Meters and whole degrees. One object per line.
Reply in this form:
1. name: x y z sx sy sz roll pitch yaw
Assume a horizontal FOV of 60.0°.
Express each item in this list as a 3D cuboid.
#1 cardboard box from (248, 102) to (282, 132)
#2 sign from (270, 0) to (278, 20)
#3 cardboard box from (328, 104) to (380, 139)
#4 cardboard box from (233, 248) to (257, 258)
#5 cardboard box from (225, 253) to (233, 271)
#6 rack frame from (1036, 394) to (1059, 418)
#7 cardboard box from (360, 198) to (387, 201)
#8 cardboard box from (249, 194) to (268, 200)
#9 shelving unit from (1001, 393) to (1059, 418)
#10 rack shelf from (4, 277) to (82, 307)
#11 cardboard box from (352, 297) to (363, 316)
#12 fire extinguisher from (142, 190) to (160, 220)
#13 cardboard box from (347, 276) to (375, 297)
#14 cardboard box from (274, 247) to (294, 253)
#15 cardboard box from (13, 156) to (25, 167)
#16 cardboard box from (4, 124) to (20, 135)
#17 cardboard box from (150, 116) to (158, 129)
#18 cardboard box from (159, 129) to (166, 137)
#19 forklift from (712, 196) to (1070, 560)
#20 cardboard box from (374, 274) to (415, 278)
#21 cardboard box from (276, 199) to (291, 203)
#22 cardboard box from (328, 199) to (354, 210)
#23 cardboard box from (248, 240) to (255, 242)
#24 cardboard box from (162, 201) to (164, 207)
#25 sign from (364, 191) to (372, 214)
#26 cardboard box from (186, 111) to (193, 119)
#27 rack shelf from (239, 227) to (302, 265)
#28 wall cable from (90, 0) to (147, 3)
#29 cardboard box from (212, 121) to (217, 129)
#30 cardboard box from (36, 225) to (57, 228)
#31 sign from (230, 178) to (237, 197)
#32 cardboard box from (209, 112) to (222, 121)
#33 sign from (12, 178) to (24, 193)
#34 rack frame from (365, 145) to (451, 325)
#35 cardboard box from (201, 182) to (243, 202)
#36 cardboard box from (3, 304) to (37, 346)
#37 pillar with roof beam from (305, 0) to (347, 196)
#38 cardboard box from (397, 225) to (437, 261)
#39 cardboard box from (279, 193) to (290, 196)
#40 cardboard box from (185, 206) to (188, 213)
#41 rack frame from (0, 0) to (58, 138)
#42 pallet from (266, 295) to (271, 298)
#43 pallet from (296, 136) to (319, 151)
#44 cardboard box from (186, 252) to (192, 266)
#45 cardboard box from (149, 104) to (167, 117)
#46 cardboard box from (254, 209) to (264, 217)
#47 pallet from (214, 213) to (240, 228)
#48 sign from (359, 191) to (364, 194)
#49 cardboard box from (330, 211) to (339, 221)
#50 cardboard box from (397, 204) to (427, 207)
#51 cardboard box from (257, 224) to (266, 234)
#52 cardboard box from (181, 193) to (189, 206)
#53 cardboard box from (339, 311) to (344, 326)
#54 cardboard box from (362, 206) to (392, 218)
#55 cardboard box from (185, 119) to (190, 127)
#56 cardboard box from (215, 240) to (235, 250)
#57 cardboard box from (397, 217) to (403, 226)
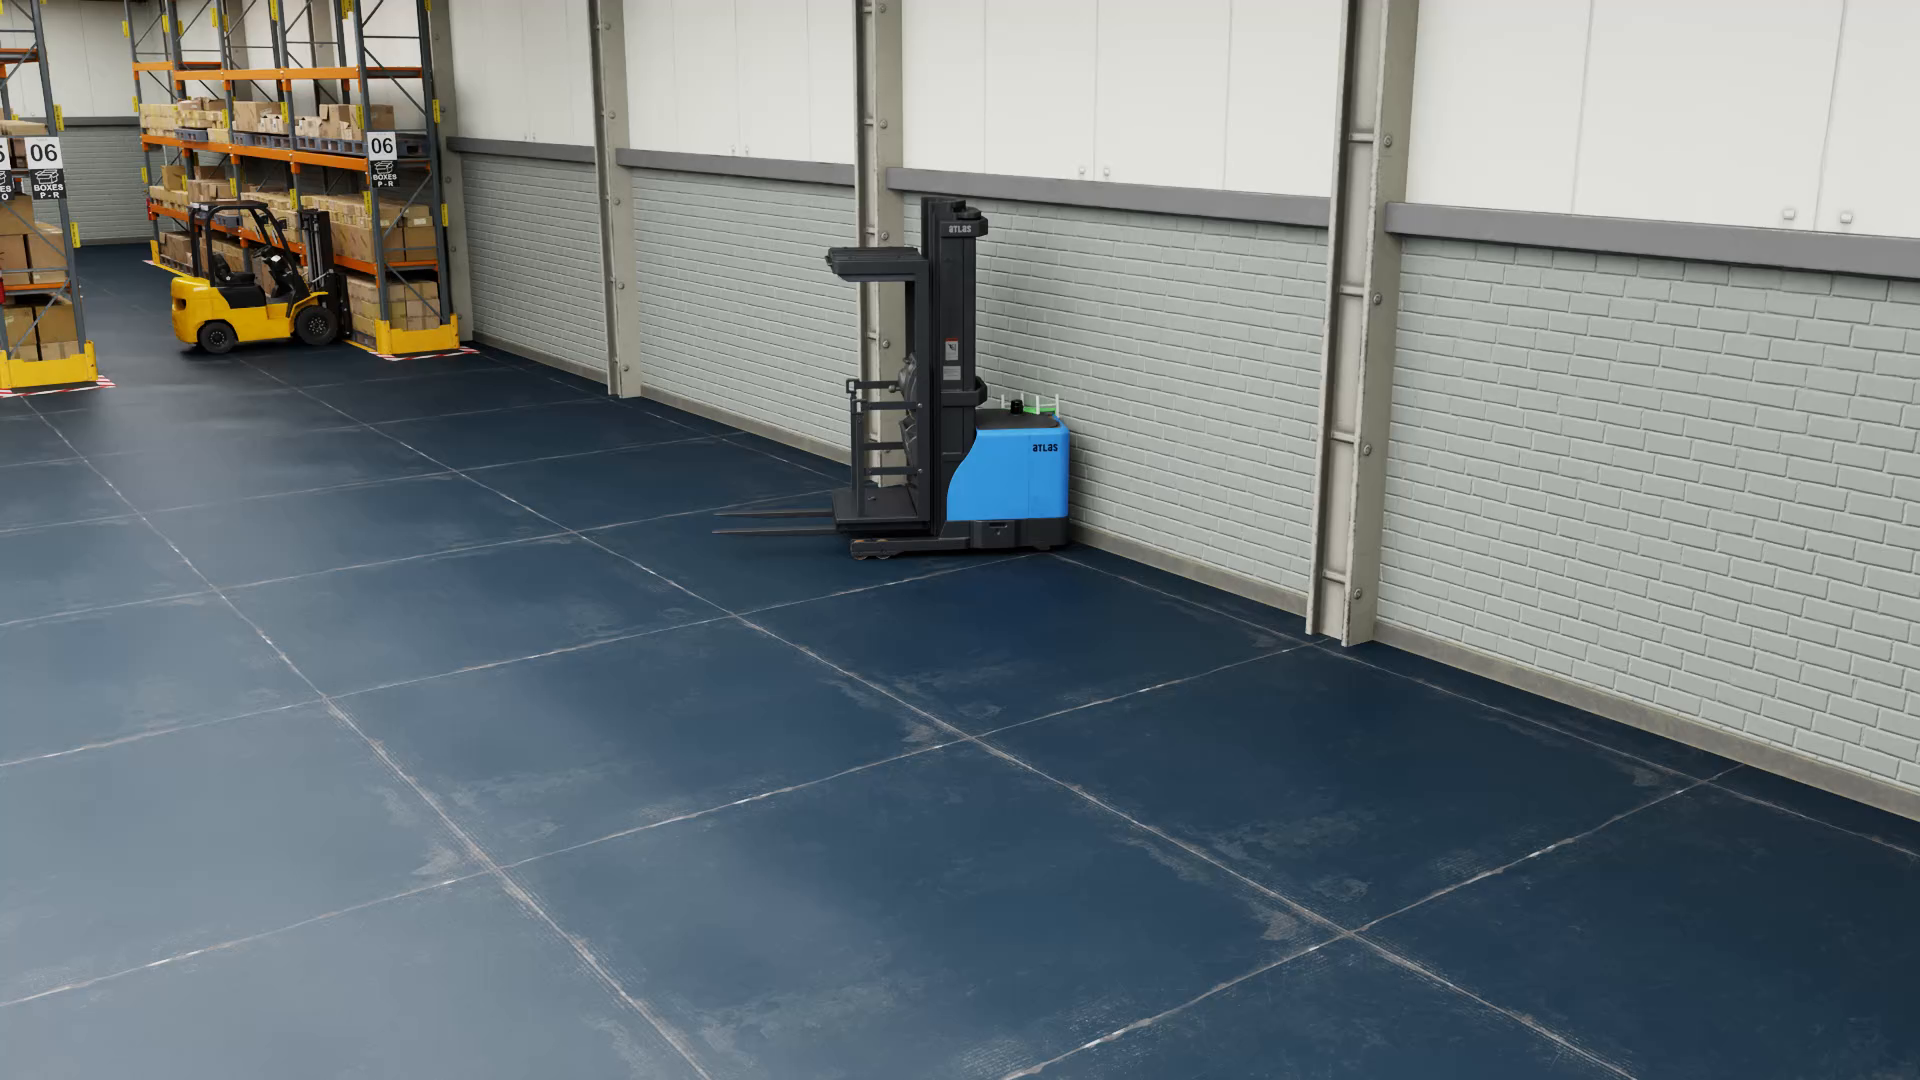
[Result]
1. cardboard box: -12.027 -7.353 28.903 0.500 0.500 0.500 -10 18 -33
2. sign: -10.934 -8.458 26.515 0.100 0.325 0.005 -11 19 -35
3. cardboard box: -9.129 -6.346 25.222 0.700 0.500 0.500 -11 19 -34
4. cardboard box: -13.535 -5.446 31.504 0.380 0.149 0.250 -12 19 -37
5. cardboard box: -13.872 -5.291 32.164 0.500 0.500 0.500 -10 18 -32
6. rack frame: 0.779 -0.660 14.484 0.240 1.200 0.015 -8 10 -36
7. cardboard box: -9.343 -5.368 26.524 0.380 0.149 0.250 -11 19 -35
8. cardboard box: -12.575 -6.157 29.970 0.380 0.149 0.250 -10 18 -33
9. shelving unit: 0.634 -0.682 14.679 0.258 1.200 0.503 -8 10 -36
10. rack shelf: -13.339 -3.618 23.474 1.077 0.370 4.000 -11 19 -35
11. cardboard box: -8.976 -3.590 25.478 0.500 0.250 0.500 -11 19 -35
12. fire extinguisher: -18.018 -7.468 37.032 0.296 0.674 0.183 -11 19 -35
13. cardboard box: -9.283 -3.932 25.778 0.500 0.250 0.500 -11 19 -34
14. cardboard box: -12.909 -5.487 31.651 0.380 0.149 0.250 -10 18 -32
15. cardboard box: -12.322 -5.027 22.053 0.380 0.149 0.250 -12 19 -36
16. cardboard box: -12.368 -5.407 21.932 0.380 0.149 0.250 -11 19 -35
17. cardboard box: -16.912 -8.890 35.412 0.500 0.250 0.500 -12 19 -36
18. cardboard box: -16.585 -8.552 34.934 0.380 0.149 0.250 -10 18 -33
19. forklift: -0.619 -1.395 14.120 3.031 2.935 1.130 -2 15 -6
20. cardboard box: -8.862 -4.014 26.079 0.500 0.250 0.500 -11 19 -35
21. cardboard box: -11.516 -5.776 28.581 0.380 0.149 0.250 -11 19 -36
22. cardboard box: -9.733 -5.291 26.243 0.380 0.149 0.250 -11 19 -35
23. cardboard box: -13.961 -5.877 33.079 0.380 0.149 0.250 -11 19 -34
24. cardboard box: -17.118 -7.330 36.152 0.380 0.149 0.250 -10 18 -33
25. sign: -8.597 -4.900 24.156 0.100 0.325 0.005 -11 19 -35
26. cardboard box: -14.883 -8.302 32.471 0.380 0.149 0.250 -11 19 -35
27. rack shelf: -11.678 -5.243 29.413 1.077 0.370 4.000 -11 19 -35
28. wall cable: -19.841 -14.705 40.723 2.988 3.039 0.133 -11 19 -35
29. cardboard box: -13.993 -7.901 31.608 0.380 0.149 0.250 -10 18 -33
30. cardboard box: -12.825 -4.092 23.093 0.500 0.500 0.500 -11 19 -36
31. sign: -13.288 -6.451 30.421 0.100 0.325 0.005 -11 19 -35
32. cardboard box: -13.908 -7.978 31.328 0.380 0.149 0.250 -11 19 -36
33. sign: -22.842 -8.525 40.220 0.329 0.494 0.001 -11 19 -35
34. rack frame: -8.150 -4.309 24.637 1.000 3.000 0.127 -11 19 -35
35. cardboard box: -14.337 -6.706 32.410 0.700 0.500 0.500 -11 19 -35
36. cardboard box: -12.845 -2.906 22.505 0.500 0.500 0.500 -11 19 -34
37. pillar with roof beam: -14.841 -8.104 27.139 9.100 9.000 0.400 -11 19 -35
38. cardboard box: -8.217 -4.506 25.168 0.500 0.500 0.500 -10 18 -33
39. cardboard box: -12.152 -6.237 30.263 0.380 0.149 0.250 -11 19 -35
40. cardboard box: -15.768 -6.831 34.329 0.380 0.149 0.250 -10 18 -33
41. rack frame: -12.163 -6.431 21.027 1.000 3.000 0.127 -11 19 -35
42. pallet: -11.688 -4.230 29.631 1.003 0.211 1.213 -11 19 -35
43. pallet: -9.980 -6.389 26.723 1.003 0.211 1.213 -11 19 -35
44. cardboard box: -15.981 -5.905 34.851 0.396 0.266 0.258 -10 18 -33
45. cardboard box: -16.910 -9.134 35.358 0.500 0.250 0.500 -11 19 -35
46. cardboard box: -12.204 -5.832 29.538 0.500 0.250 0.500 -11 19 -36
47. pallet: -13.309 -6.058 31.393 1.213 0.211 1.003 -11 19 -35
48. sign: -10.054 -5.705 27.949 0.100 0.325 0.005 -11 19 -35
49. cardboard box: -9.635 -5.082 26.043 0.380 0.149 0.250 -11 19 -36
50. cardboard box: -8.281 -4.985 25.125 0.380 0.149 0.250 -10 18 -33
51. cardboard box: -12.191 -5.595 29.620 0.500 0.250 0.500 -12 19 -36
52. cardboard box: -15.703 -7.013 34.239 0.500 0.250 0.500 -10 18 -33
53. cardboard box: -9.577 -3.560 26.313 0.500 0.250 0.500 -10 18 -33
54. cardboard box: -8.702 -4.905 24.834 0.380 0.149 0.250 -11 19 -34
55. cardboard box: -14.920 -8.155 32.500 0.380 0.149 0.250 -11 19 -34
56. cardboard box: -14.536 -5.847 32.969 0.380 0.149 0.250 -11 19 -35
57. cardboard box: -8.337 -4.825 25.106 0.380 0.149 0.250 -11 19 -35
